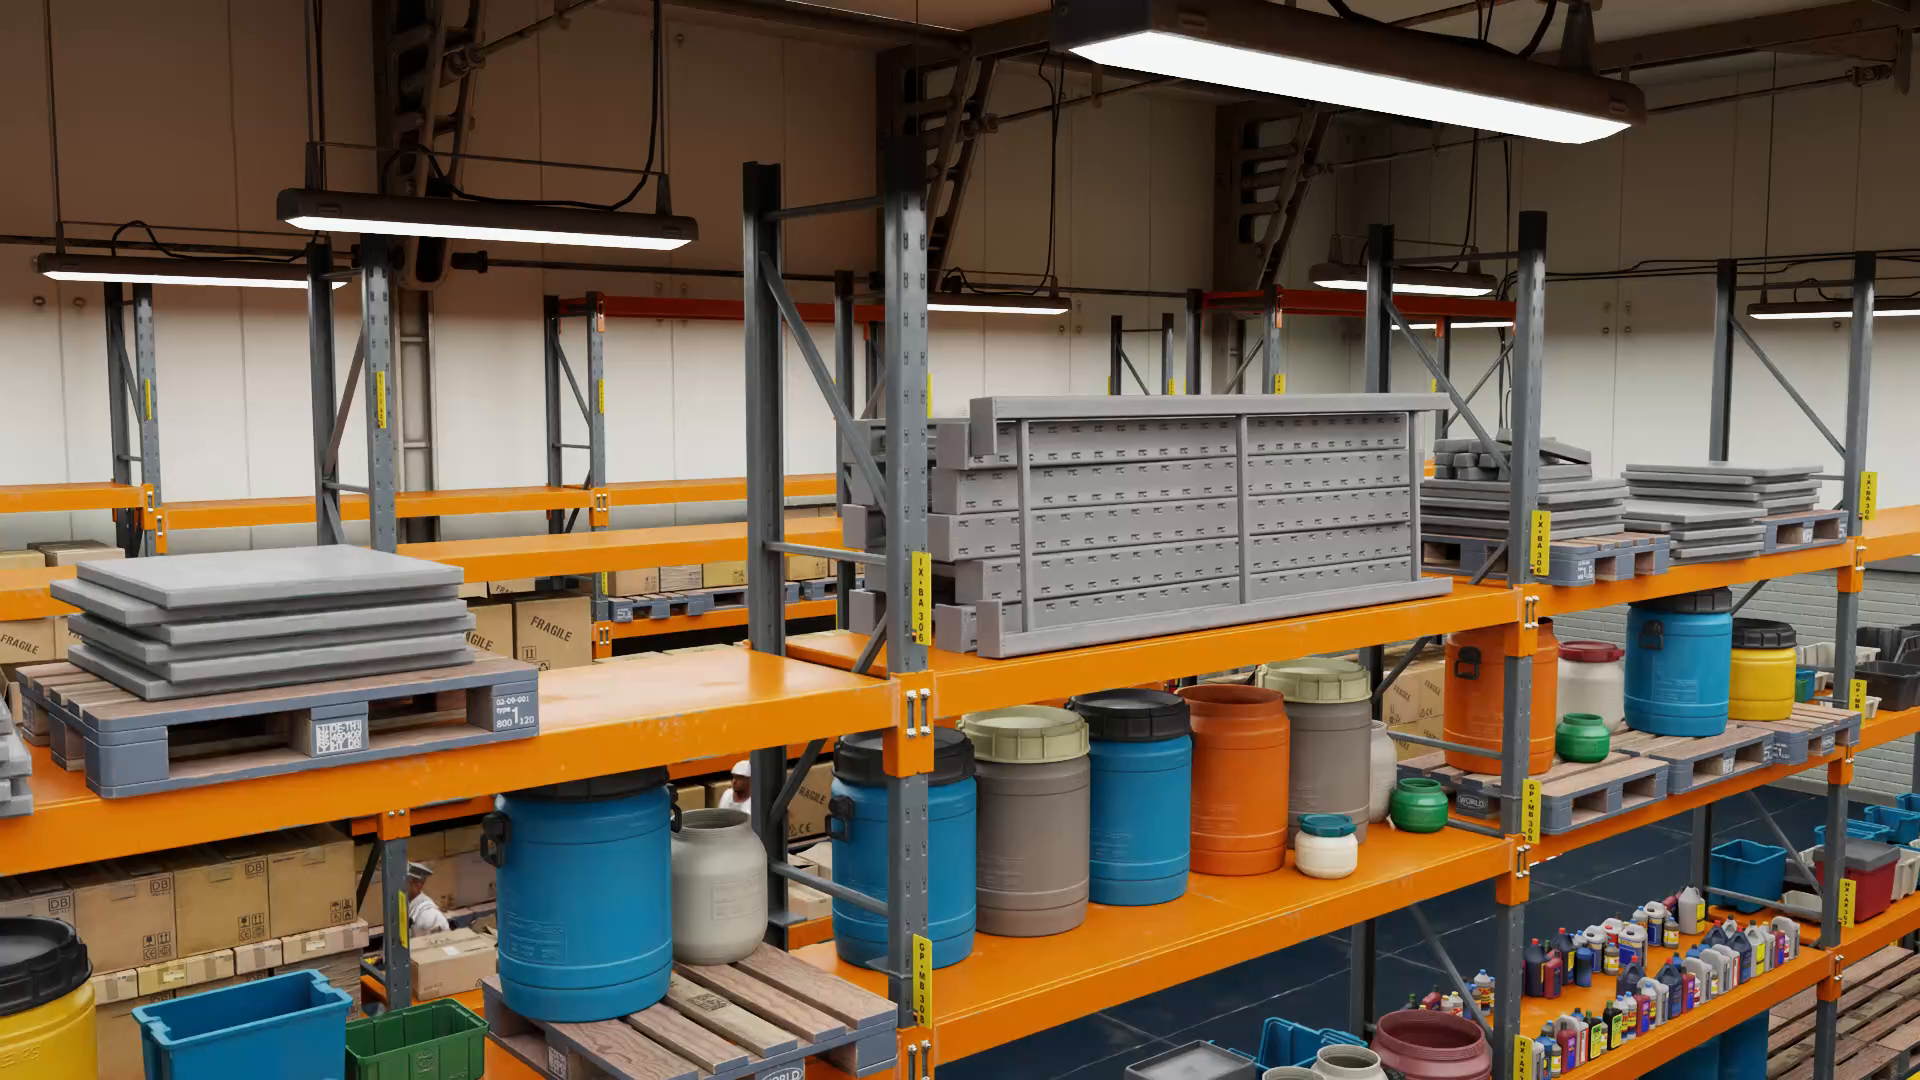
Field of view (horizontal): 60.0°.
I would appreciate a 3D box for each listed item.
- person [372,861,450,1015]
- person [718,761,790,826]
[{"bbox_3d":[-3.919,3.142,12.036,0.649,1.737,0.595,5,7,42],"label":"person"},{"bbox_3d":[-1.929,2.840,14.789,0.682,1.774,0.980,4,7,33],"label":"person"}]
